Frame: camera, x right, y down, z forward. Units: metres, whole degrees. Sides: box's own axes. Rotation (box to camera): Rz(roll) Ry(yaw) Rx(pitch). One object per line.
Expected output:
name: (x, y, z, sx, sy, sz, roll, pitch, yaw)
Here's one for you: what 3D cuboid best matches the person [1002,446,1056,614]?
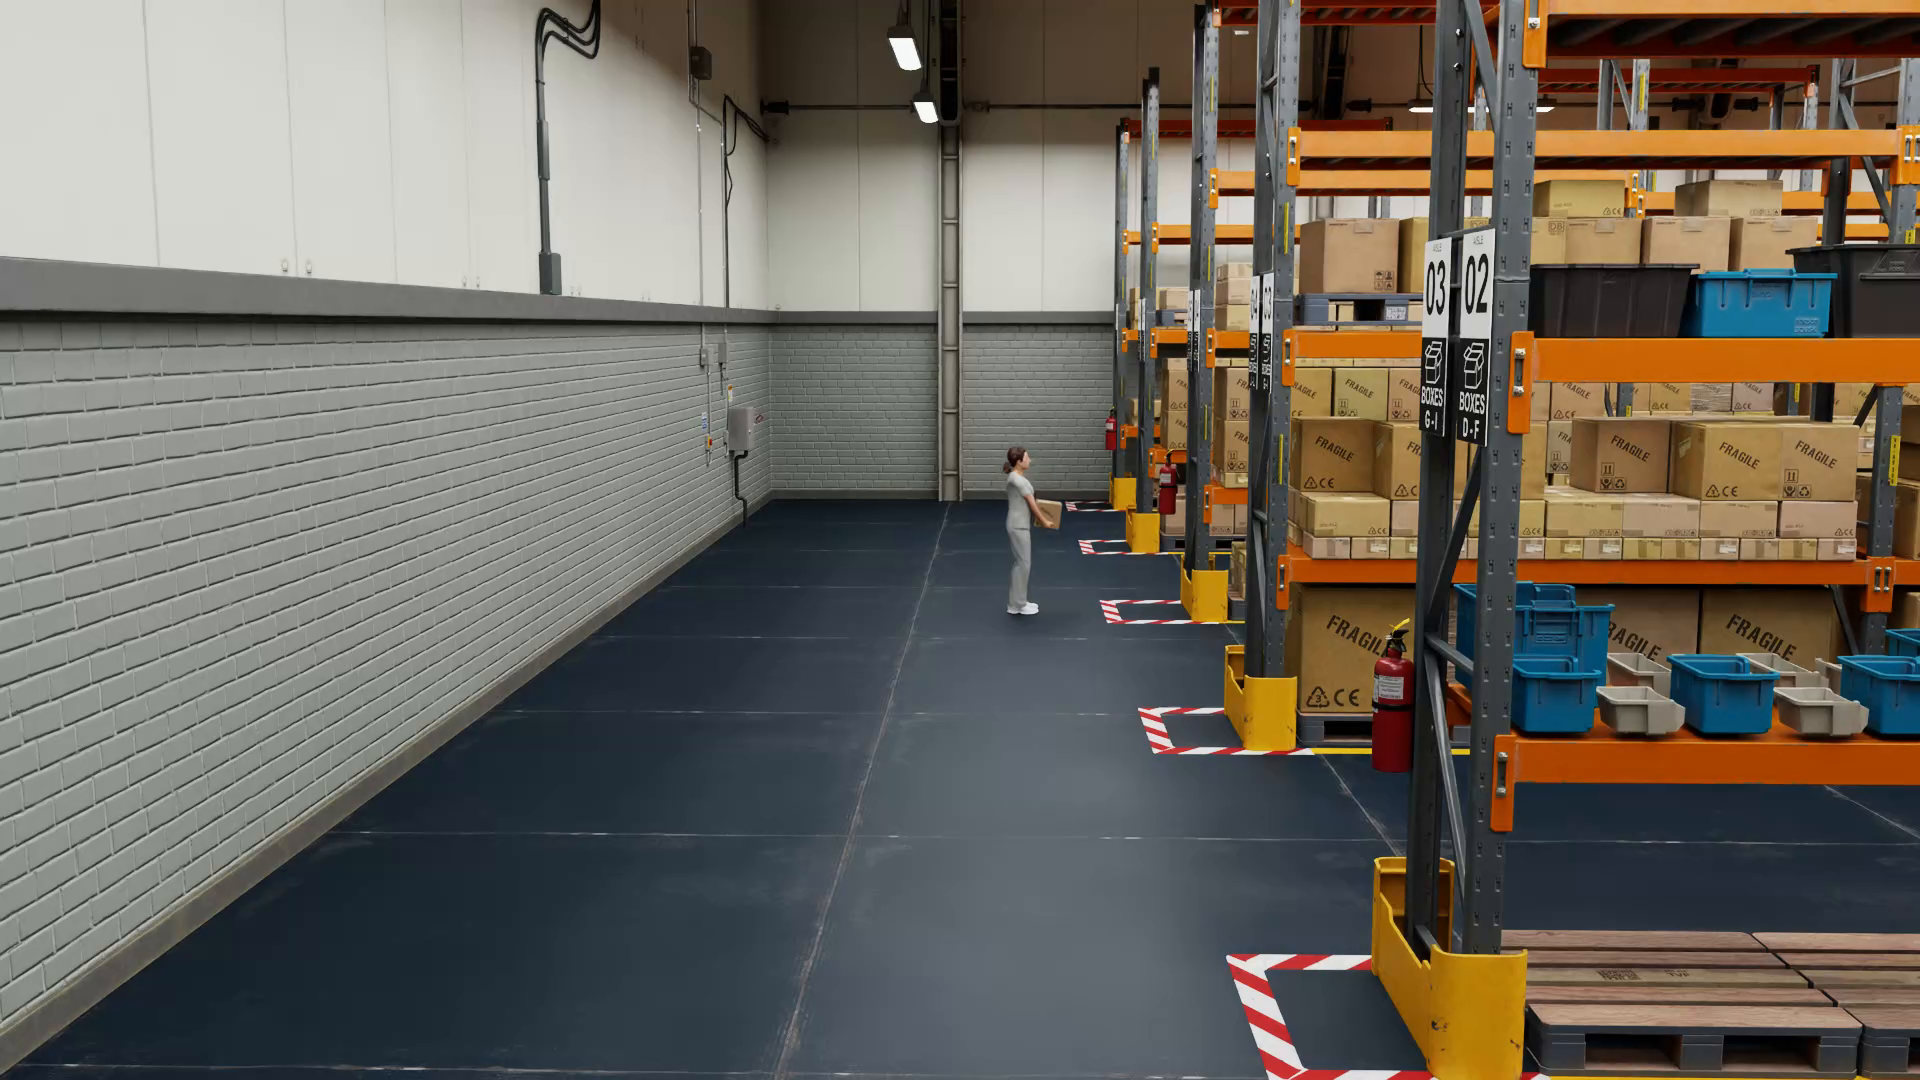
person: (0.682, -0.103, 16.634, 0.536, 1.669, 0.409, 0, 7, 1)
